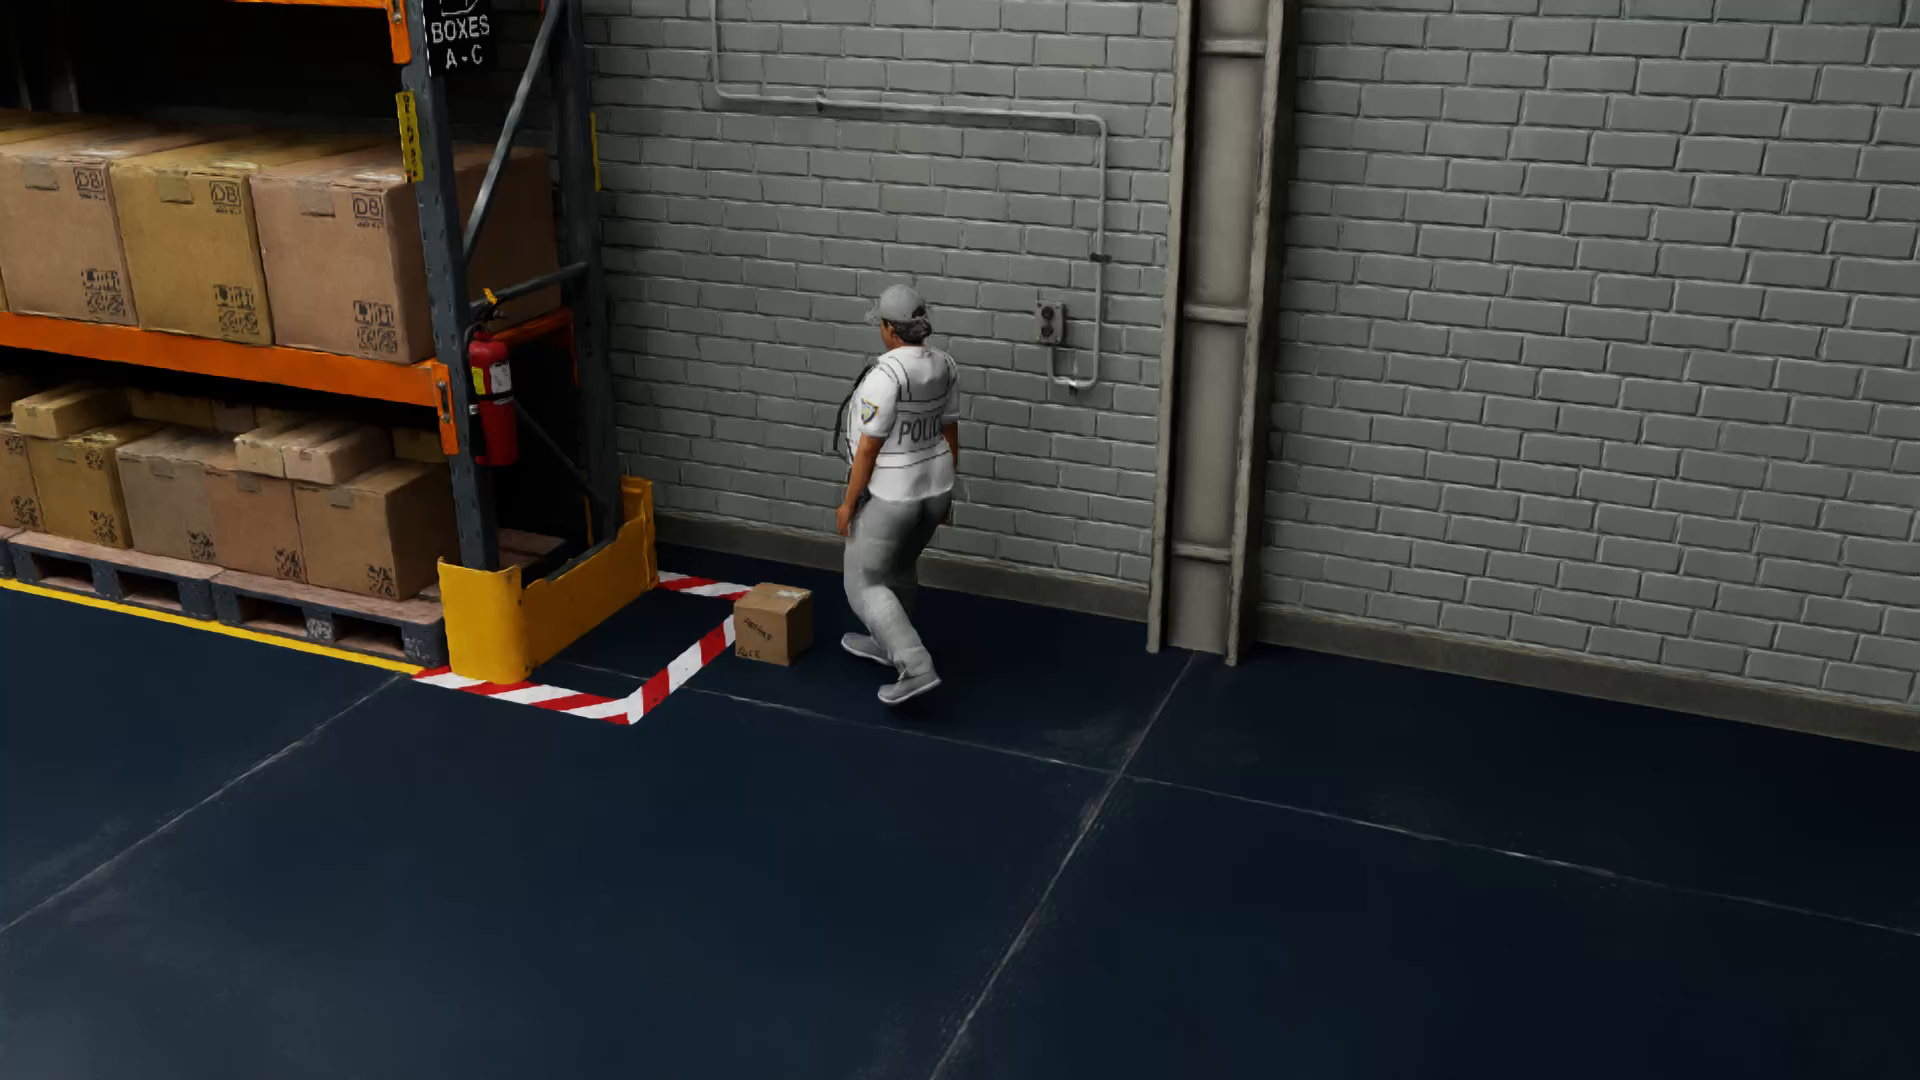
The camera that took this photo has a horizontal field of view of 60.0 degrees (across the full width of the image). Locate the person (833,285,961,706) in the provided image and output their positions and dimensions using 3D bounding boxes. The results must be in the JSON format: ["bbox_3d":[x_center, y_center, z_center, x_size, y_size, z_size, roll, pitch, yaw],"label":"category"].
[{"bbox_3d":[-0.266,-0.187,6.505,0.736,1.649,0.506,17,28,35],"label":"person"}]
